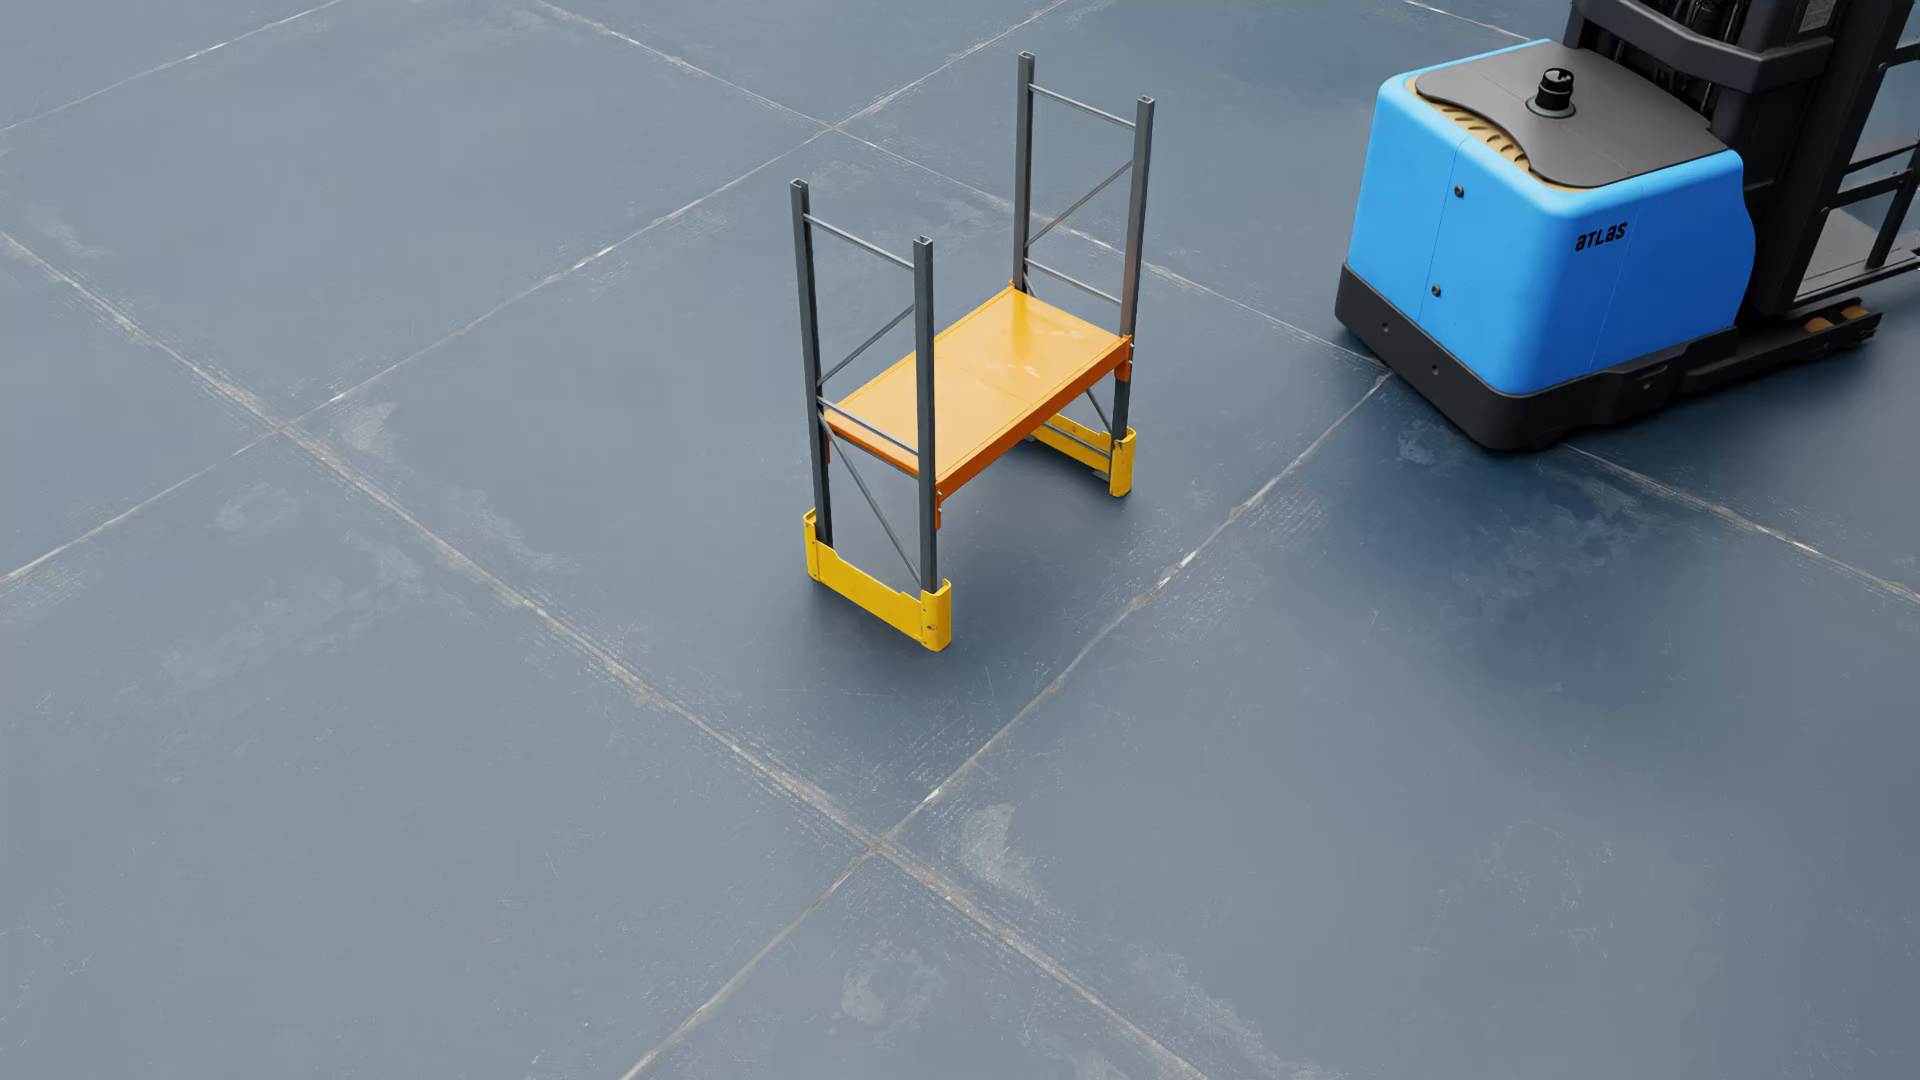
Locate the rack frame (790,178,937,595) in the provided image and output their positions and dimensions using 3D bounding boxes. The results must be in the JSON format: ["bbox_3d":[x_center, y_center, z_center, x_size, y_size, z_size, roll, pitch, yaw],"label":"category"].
[{"bbox_3d":[-0.272,-0.337,5.006,0.500,1.500,0.032,29,50,28],"label":"rack frame"}]

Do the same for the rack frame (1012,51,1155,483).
[{"bbox_3d":[0.382,-0.861,5.582,0.500,1.500,0.032,29,50,28],"label":"rack frame"}]

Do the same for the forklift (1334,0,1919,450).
[{"bbox_3d":[3.050,-2.091,5.871,3.031,2.935,1.130,-18,45,-19],"label":"forklift"}]

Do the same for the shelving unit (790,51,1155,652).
[{"bbox_3d":[0.049,-0.594,5.289,0.587,1.500,1.083,29,50,28],"label":"shelving unit"}]

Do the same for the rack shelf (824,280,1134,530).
[{"bbox_3d":[0.055,-0.466,5.415,0.538,0.185,1.000,29,50,28],"label":"rack shelf"}]

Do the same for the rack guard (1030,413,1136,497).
[{"bbox_3d":[0.370,-0.388,5.991,0.587,0.250,0.087,29,50,28],"label":"rack guard"}]

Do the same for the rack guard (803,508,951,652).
[{"bbox_3d":[-0.271,0.125,5.427,0.587,0.250,0.087,29,50,28],"label":"rack guard"}]
